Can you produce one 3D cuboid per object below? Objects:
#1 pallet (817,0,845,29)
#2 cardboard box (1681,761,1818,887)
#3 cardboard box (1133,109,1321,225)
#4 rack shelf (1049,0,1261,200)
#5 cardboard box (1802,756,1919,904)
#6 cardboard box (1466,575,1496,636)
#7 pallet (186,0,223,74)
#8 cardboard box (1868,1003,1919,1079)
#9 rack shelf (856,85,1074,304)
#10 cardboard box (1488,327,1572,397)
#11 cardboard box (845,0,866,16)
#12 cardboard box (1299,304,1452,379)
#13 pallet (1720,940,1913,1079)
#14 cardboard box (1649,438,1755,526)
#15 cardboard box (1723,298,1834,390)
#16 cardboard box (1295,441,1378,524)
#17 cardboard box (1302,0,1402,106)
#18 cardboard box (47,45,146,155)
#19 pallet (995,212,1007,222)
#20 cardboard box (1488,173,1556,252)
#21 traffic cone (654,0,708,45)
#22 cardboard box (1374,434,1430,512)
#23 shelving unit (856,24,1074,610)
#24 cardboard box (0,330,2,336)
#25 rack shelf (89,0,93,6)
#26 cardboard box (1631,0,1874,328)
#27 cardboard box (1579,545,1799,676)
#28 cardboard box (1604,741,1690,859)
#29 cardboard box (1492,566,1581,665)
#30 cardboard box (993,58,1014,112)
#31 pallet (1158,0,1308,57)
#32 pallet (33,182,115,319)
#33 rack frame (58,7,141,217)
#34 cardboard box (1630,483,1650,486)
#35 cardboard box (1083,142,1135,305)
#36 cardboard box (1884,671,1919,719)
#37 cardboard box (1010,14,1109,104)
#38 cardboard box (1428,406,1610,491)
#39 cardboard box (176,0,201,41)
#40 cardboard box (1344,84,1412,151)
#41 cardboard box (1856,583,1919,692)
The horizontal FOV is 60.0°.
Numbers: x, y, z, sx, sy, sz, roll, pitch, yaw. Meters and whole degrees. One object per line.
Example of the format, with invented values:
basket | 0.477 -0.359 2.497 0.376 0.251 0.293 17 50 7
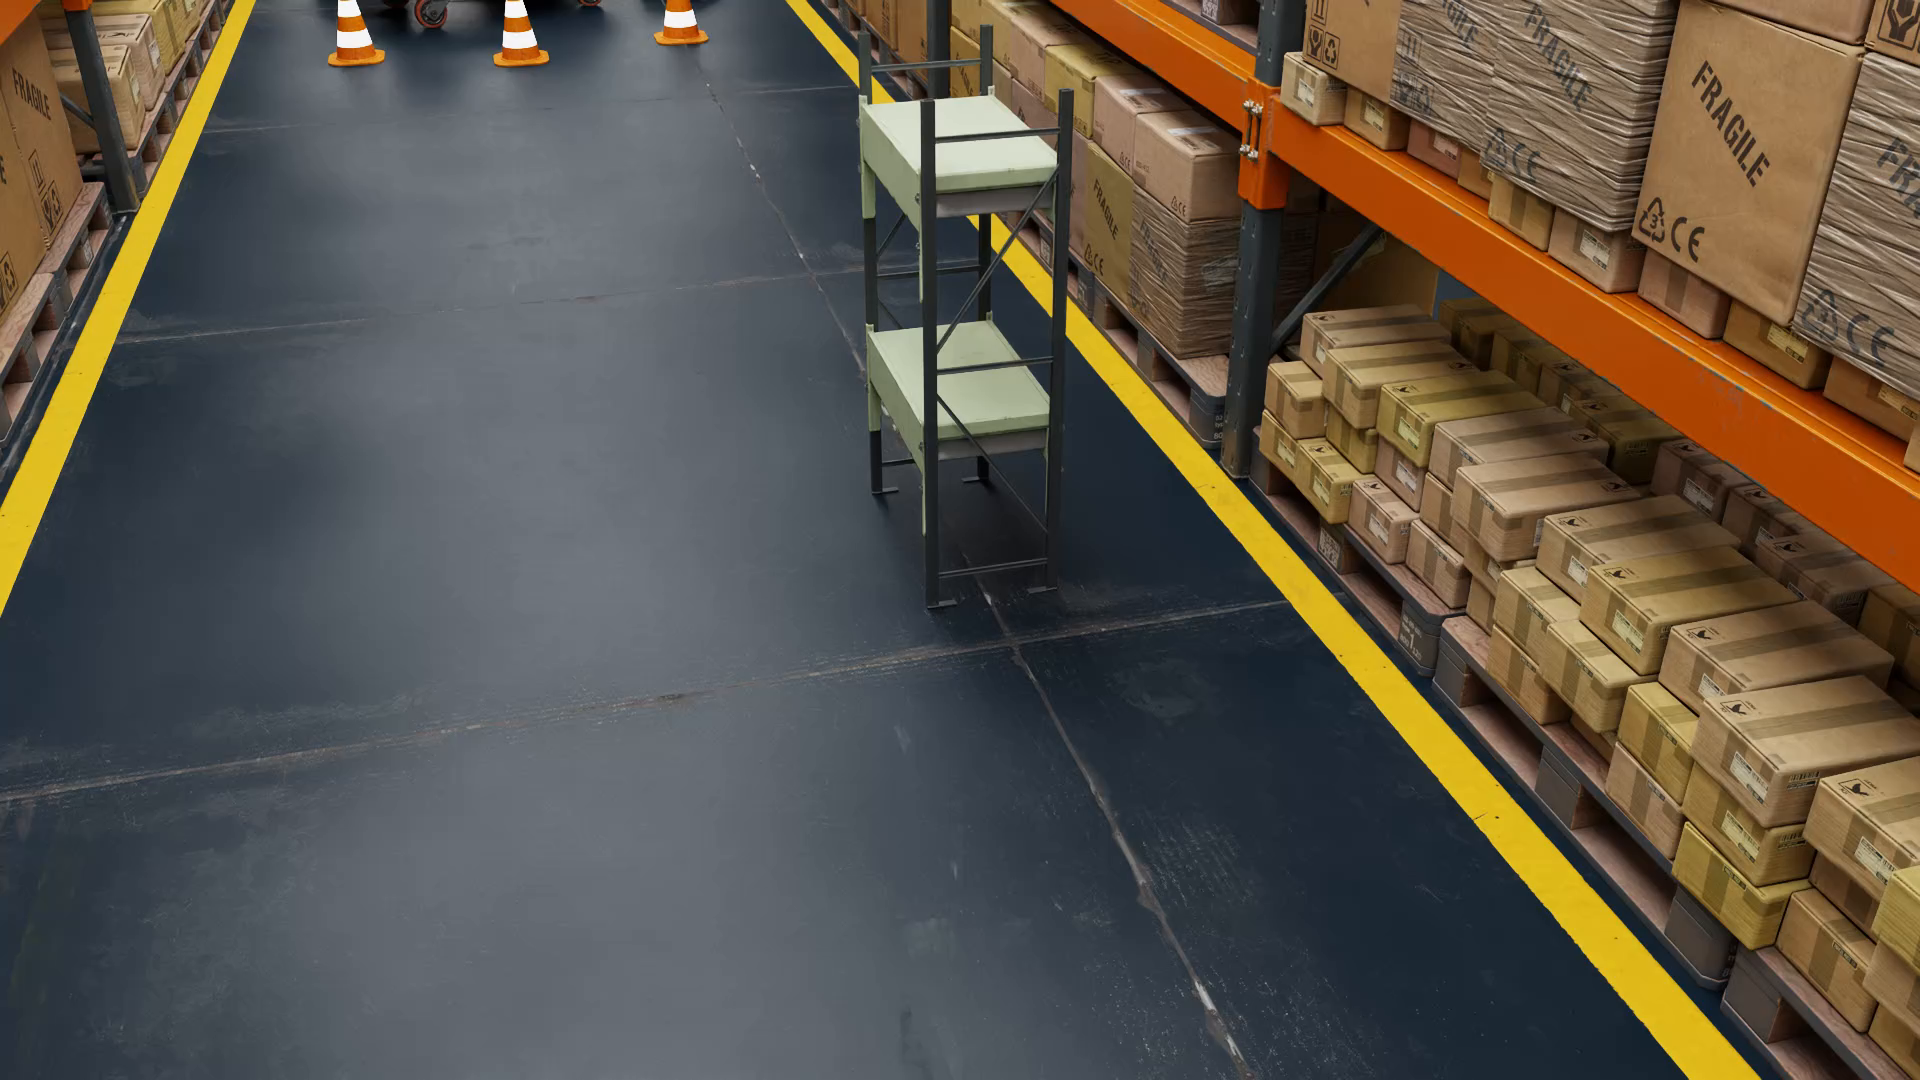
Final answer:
pallet | -0.461 -3.883 11.748 1.003 0.211 1.213 -8 31 -13
cardboard box | 1.742 0.550 3.435 0.380 0.149 0.250 -7 31 -13
cardboard box | 0.943 -1.339 5.897 0.500 0.250 0.500 -9 31 -15
rack shelf | 0.854 -2.244 6.850 1.077 0.370 4.000 -8 31 -13
cardboard box | 1.851 0.545 3.147 0.380 0.149 0.250 -9 31 -15
cardboard box | 1.579 0.165 4.398 0.380 0.149 0.250 -9 31 -15
pallet | -5.276 -3.163 10.504 1.003 0.211 1.213 -8 31 -13
cardboard box | 1.953 0.919 3.095 0.380 0.149 0.250 -8 31 -14
rack shelf | -0.002 -0.990 4.684 0.431 0.370 0.720 -8 31 -13
cardboard box | 1.836 -0.539 5.020 0.380 0.149 0.250 -7 31 -13
cardboard box | -0.235 -3.907 10.832 1.050 0.750 0.750 -8 31 -13
cardboard box | 1.276 -0.600 5.126 0.380 0.149 0.250 -7 31 -11
pallet | 2.245 1.116 3.111 1.003 0.211 1.213 -8 31 -13
cardboard box | 2.064 -0.165 4.374 0.380 0.149 0.250 -9 31 -16
cardboard box | 1.744 -0.428 3.246 0.380 0.149 0.250 -7 31 -12
cardboard box | 1.242 -0.190 5.010 0.380 0.149 0.250 -7 31 -12
cardboard box | 1.273 -1.488 4.430 0.500 0.500 0.500 -8 31 -14
cardboard box | -4.563 -2.133 8.144 0.950 0.372 0.625 -10 32 -17
pallet | 0.529 -1.936 8.385 1.003 0.211 1.213 -8 31 -13
cardboard box | 1.476 -0.801 3.890 0.380 0.149 0.250 -7 31 -12
traffic cone | -1.839 -3.506 10.846 0.336 0.463 0.334 -8 31 -13
cardboard box | 1.426 -0.225 4.774 0.380 0.149 0.250 -8 31 -14
shelving unit | -0.002 -0.652 4.880 0.431 1.500 0.755 -8 31 -13
cardboard box | -3.850 -0.868 5.457 0.875 0.875 0.875 -7 31 -12
rack shelf | -4.953 -3.468 8.966 1.077 0.370 4.000 -8 31 -13
cardboard box | 1.681 -0.747 3.150 0.500 0.500 0.500 -6 31 -11
cardboard box | 1.667 0.158 3.816 0.380 0.149 0.250 -8 31 -13
cardboard box | 1.693 0.552 3.729 0.380 0.149 0.250 -7 31 -12
cardboard box | 1.551 0.172 4.088 0.380 0.149 0.250 -8 31 -14
cardboard box | 0.402 -2.003 7.792 0.500 0.500 0.500 -7 31 -13
pallet | 1.322 -1.894 5.720 1.003 0.211 1.213 -8 31 -13
pallet | -4.286 -1.216 7.140 1.003 0.211 1.213 -8 31 -13
rack frame | -4.423 -2.814 7.117 1.000 3.000 0.127 -8 31 -13
cardboard box | 1.919 -0.165 4.671 0.380 0.149 0.250 -8 31 -13
cardboard box | 0.810 -1.261 6.510 0.500 0.500 0.500 -9 31 -14
cardboard box | 2.149 0.354 3.774 0.380 0.149 0.250 -6 31 -11
cardboard box | 0.526 -2.094 7.202 0.500 0.250 0.500 -8 31 -13
cardboard box | 1.498 -0.221 4.470 0.380 0.149 0.250 -9 31 -15
cardboard box | -5.149 -3.190 9.972 0.950 0.372 0.625 -6 31 -10
cardboard box | 1.285 -1.185 4.554 0.380 0.149 0.250 -7 31 -12
cardboard box | 2.267 0.206 3.732 0.380 0.149 0.250 -7 31 -13
